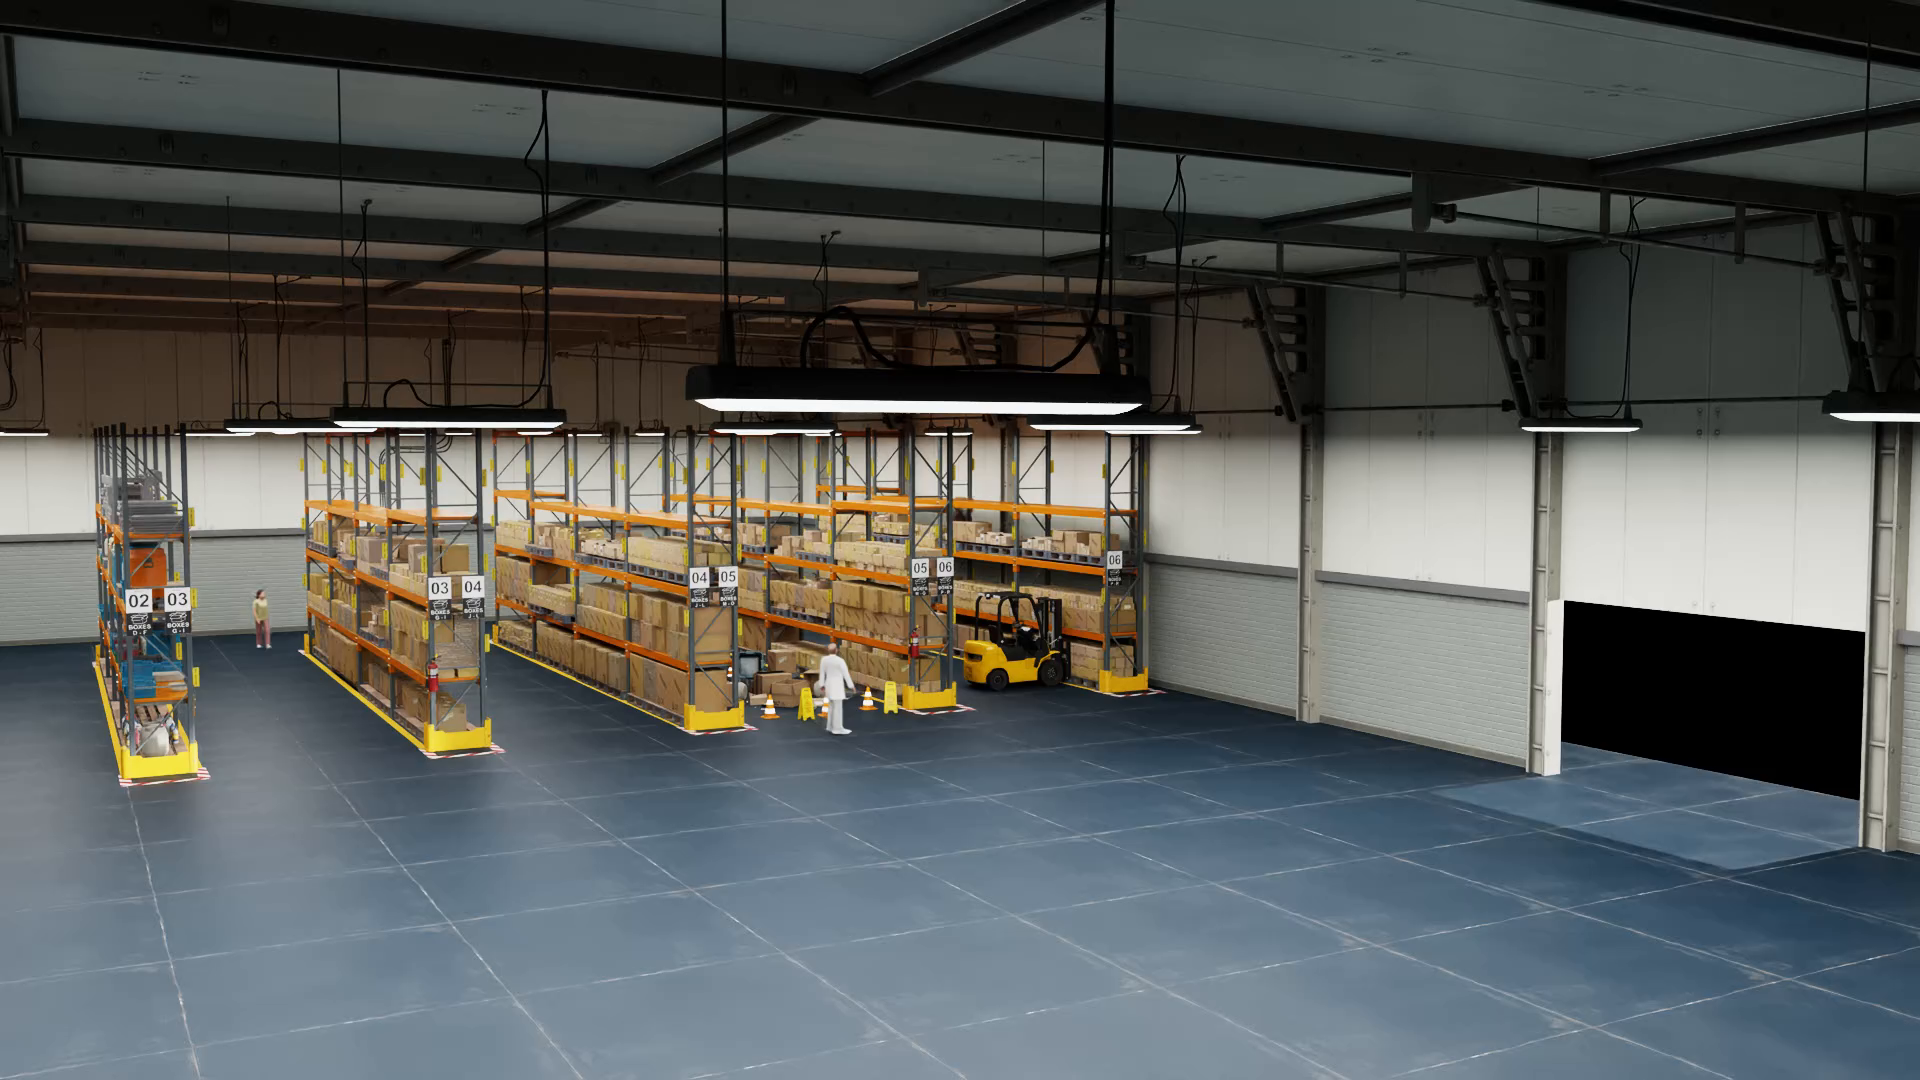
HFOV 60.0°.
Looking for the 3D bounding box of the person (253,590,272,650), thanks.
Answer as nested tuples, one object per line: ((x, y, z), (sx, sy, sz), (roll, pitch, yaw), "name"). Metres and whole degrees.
((-18.969, 2.156, 45.135), (0.419, 1.610, 1.023), (-2, 4, -30), "person")

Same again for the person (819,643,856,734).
((-2.384, 2.895, 32.316), (0.591, 1.820, 0.656), (-2, 4, -35), "person")
